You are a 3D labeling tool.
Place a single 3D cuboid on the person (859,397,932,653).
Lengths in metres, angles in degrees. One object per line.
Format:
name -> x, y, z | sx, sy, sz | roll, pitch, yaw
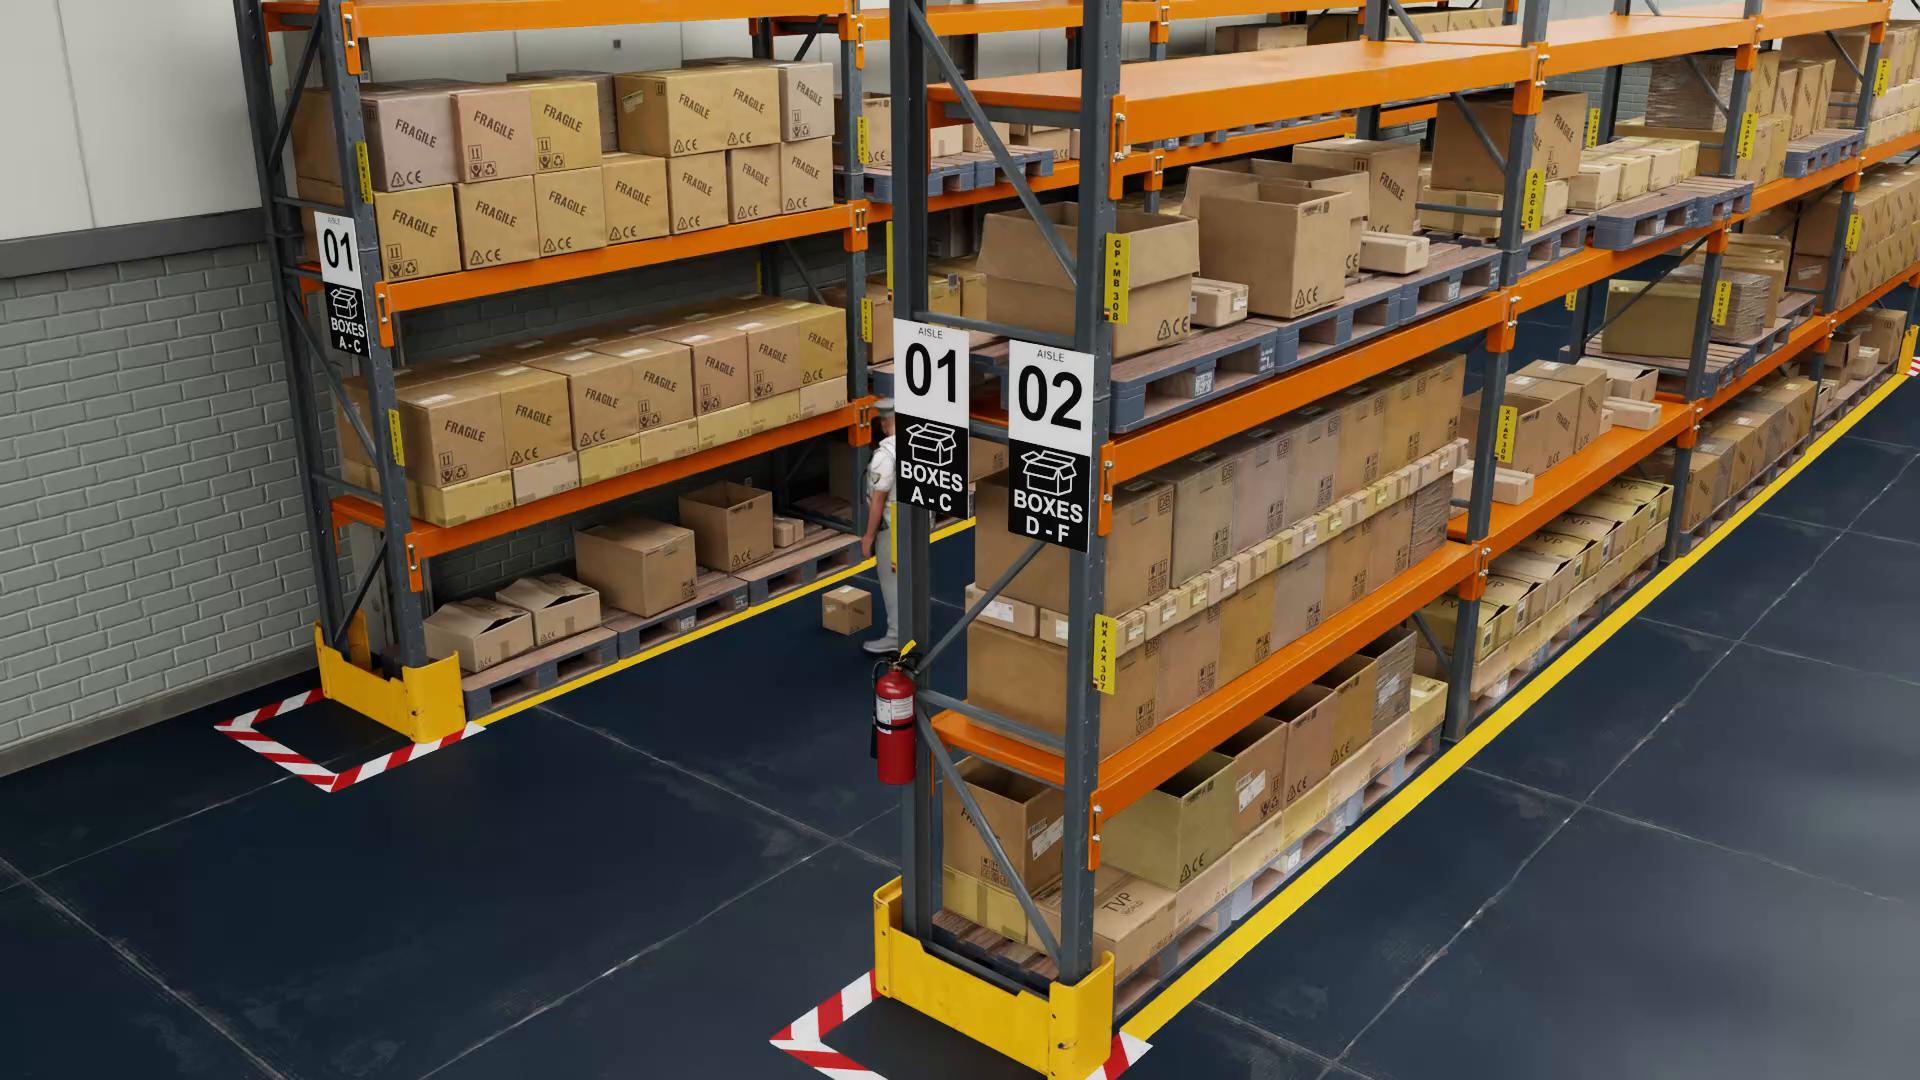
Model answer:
person -> -0.424, -0.098, 11.298 | 0.400, 1.758, 0.610 | 12, 23, 29
